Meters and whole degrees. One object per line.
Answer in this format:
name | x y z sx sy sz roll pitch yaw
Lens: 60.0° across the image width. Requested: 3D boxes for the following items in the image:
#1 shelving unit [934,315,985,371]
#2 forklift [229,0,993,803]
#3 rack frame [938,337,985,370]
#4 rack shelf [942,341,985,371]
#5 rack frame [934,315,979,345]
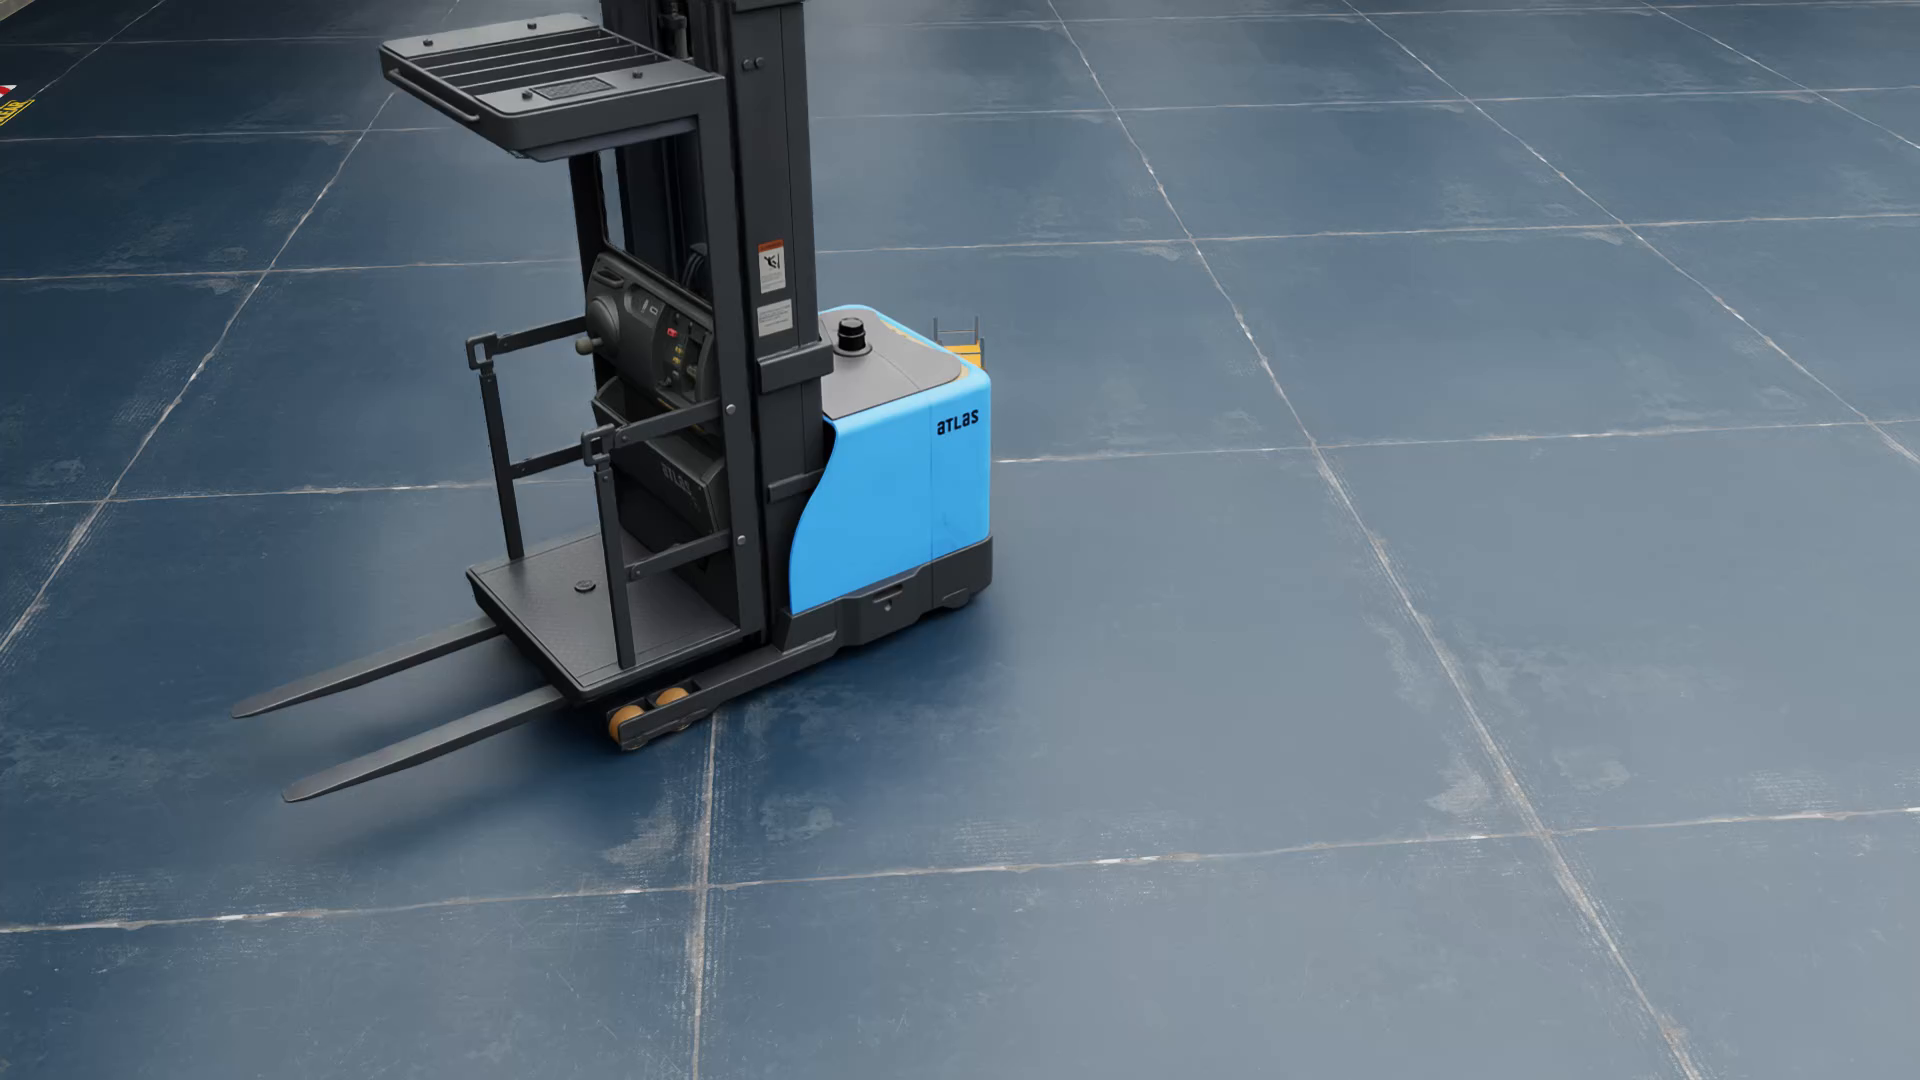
shelving unit | -0.004 -0.478 7.527 0.215 1.050 0.252 -3 31 -5
forklift | -1.339 -0.759 6.163 3.031 2.935 1.130 -21 37 -31
rack frame | 0.007 -0.416 7.423 0.200 1.050 0.008 -3 31 -5
rack shelf | -0.005 -0.713 7.387 0.215 0.259 0.240 -3 31 -5
rack frame | -0.016 -0.541 7.631 0.200 1.050 0.008 -3 31 -5
